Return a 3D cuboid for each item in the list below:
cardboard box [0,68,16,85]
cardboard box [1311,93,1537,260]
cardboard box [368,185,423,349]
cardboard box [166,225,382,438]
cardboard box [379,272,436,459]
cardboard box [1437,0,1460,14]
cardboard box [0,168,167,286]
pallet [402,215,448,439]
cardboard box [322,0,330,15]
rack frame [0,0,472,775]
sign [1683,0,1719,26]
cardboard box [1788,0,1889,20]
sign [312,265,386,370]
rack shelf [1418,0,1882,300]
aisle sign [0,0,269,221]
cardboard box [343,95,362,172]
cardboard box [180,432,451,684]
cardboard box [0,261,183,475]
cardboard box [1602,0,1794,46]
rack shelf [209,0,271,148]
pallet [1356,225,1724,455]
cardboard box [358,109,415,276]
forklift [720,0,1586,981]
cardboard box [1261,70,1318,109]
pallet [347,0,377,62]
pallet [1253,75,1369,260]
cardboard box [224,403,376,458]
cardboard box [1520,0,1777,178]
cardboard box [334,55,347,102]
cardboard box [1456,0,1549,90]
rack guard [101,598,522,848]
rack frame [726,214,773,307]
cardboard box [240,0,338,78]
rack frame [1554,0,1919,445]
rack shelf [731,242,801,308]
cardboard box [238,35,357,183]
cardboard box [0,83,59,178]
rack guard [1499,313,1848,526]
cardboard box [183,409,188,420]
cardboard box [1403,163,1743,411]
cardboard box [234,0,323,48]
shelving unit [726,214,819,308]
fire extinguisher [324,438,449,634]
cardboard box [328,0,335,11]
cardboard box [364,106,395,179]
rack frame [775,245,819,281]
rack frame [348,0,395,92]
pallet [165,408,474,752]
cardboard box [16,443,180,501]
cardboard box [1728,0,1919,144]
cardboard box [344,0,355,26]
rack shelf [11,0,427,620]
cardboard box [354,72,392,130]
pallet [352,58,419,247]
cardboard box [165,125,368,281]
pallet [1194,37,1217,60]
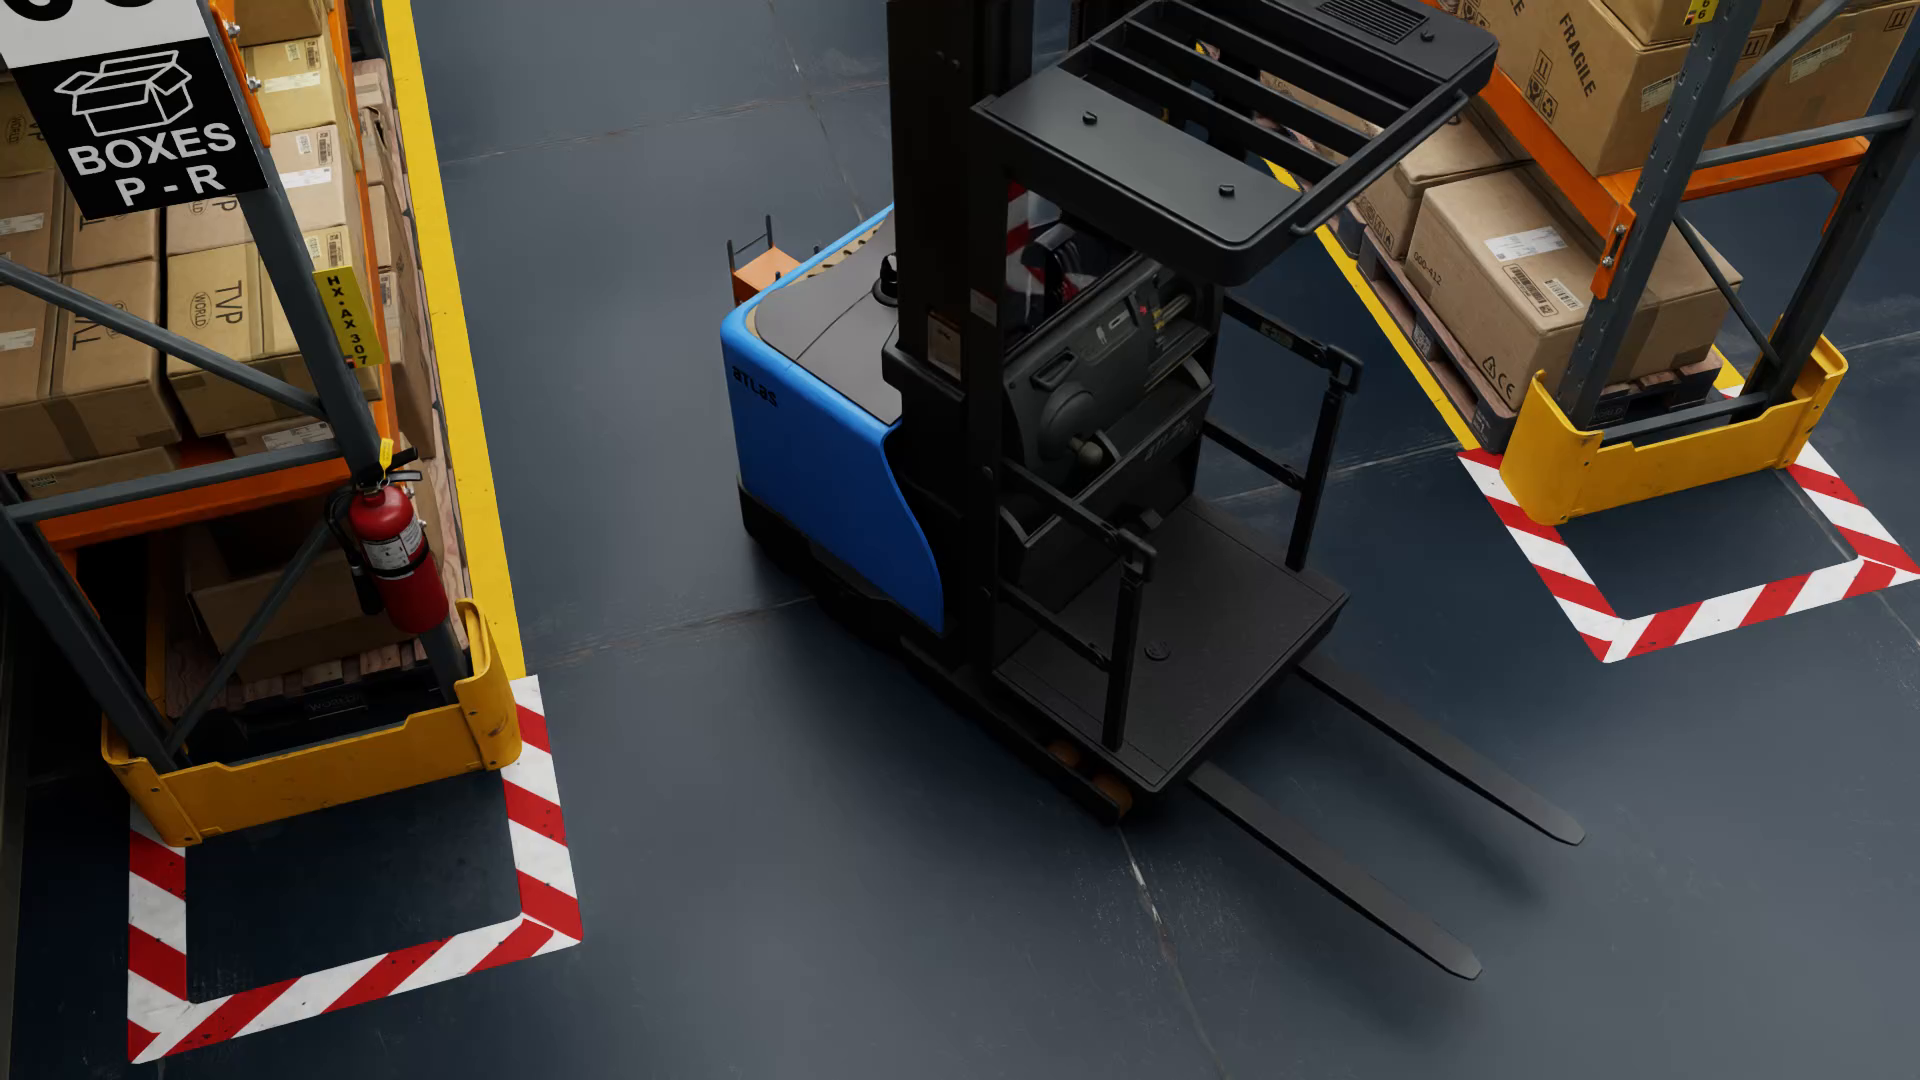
[{"bbox_3d":[-2.896,-1.600,5.541,0.500,0.250,0.500,-13,51,-11],"label":"cardboard box"},{"bbox_3d":[2.113,-1.716,7.136,0.875,0.438,0.875,-12,51,-10],"label":"cardboard box"},{"bbox_3d":[-2.425,-0.995,6.487,0.500,0.500,0.500,-12,51,-10],"label":"cardboard box"},{"bbox_3d":[-1.935,-0.595,4.693,0.500,0.250,0.500,-13,51,-11],"label":"cardboard box"},{"bbox_3d":[-2.365,-0.586,6.143,0.700,0.500,0.500,-11,51,-9],"label":"cardboard box"},{"bbox_3d":[1.991,-2.349,6.203,0.500,0.500,0.500,-12,51,-10],"label":"cardboard box"},{"bbox_3d":[-2.599,-0.856,4.913,0.500,0.250,0.500,-13,51,-11],"label":"cardboard box"},{"bbox_3d":[-2.675,-0.784,6.773,1.003,0.211,1.213,-13,51,-11],"label":"pallet"},{"bbox_3d":[-2.561,-2.078,5.943,0.500,0.250,0.500,-14,51,-11],"label":"cardboard box"},{"bbox_3d":[-2.059,-0.155,4.419,1.000,3.000,0.127,-13,51,-11],"label":"rack frame"},{"bbox_3d":[2.160,-1.617,4.739,0.100,0.325,0.005,-13,51,-11],"label":"sign"},{"bbox_3d":[2.812,-2.050,5.297,0.500,0.500,0.500,-14,51,-12],"label":"cardboard box"},{"bbox_3d":[-1.540,-0.557,4.192,0.100,0.325,0.005,-13,51,-11],"label":"sign"},{"bbox_3d":[2.091,-2.509,6.874,1.077,0.370,4.000,-13,51,-11],"label":"rack shelf"},{"bbox_3d":[-1.758,-1.010,3.439,0.394,0.787,0.004,-13,51,-11],"label":"aisle sign"},{"bbox_3d":[-2.227,-1.329,5.573,0.380,0.149,0.250,-15,51,-12],"label":"cardboard box"},{"bbox_3d":[-2.149,0.046,5.608,0.797,0.503,0.637,-15,52,-12],"label":"cardboard box"},{"bbox_3d":[-2.448,-0.479,4.595,0.500,0.250,0.500,-12,51,-10],"label":"cardboard box"},{"bbox_3d":[2.312,-1.933,5.198,0.500,0.500,0.500,-12,51,-10],"label":"cardboard box"},{"bbox_3d":[-2.650,-2.351,4.779,1.077,0.370,4.000,-13,51,-11],"label":"rack shelf"},{"bbox_3d":[2.371,-0.948,6.911,1.003,0.211,1.213,-13,51,-11],"label":"pallet"},{"bbox_3d":[-2.672,-1.345,6.782,0.700,0.500,0.500,-15,52,-12],"label":"cardboard box"},{"bbox_3d":[0.616,-0.481,4.738,3.031,2.935,1.130,35,58,26],"label":"forklift"},{"bbox_3d":[1.848,-2.375,7.691,0.875,0.438,0.875,-15,51,-12],"label":"cardboard box"},{"bbox_3d":[-3.518,-2.764,8.442,1.003,0.211,1.213,-13,51,-11],"label":"pallet"},{"bbox_3d":[2.014,-1.837,7.661,1.003,0.211,1.213,-13,51,-11],"label":"pallet"},{"bbox_3d":[-1.894,-0.377,4.770,0.380,0.149,0.250,-14,51,-11],"label":"cardboard box"},{"bbox_3d":[2.287,-1.605,5.576,0.500,0.500,0.500,-13,51,-11],"label":"cardboard box"},{"bbox_3d":[-2.325,-1.516,5.731,0.380,0.149,0.250,-12,51,-10],"label":"cardboard box"},{"bbox_3d":[2.152,-1.975,5.888,0.500,0.500,0.500,-14,51,-12],"label":"cardboard box"},{"bbox_3d":[-2.081,0.595,5.422,1.175,0.500,0.348,-13,51,-11],"label":"rack guard"},{"bbox_3d":[-0.737,-0.749,6.195,0.008,1.050,0.200,35,58,26],"label":"rack frame"},{"bbox_3d":[-2.409,-1.702,5.626,0.500,0.250,0.500,-15,51,-12],"label":"cardboard box"},{"bbox_3d":[2.682,-1.280,5.368,1.000,3.000,0.127,-13,51,-11],"label":"rack frame"},{"bbox_3d":[-0.647,-0.862,5.933,0.240,0.259,0.215,35,58,26],"label":"rack shelf"},{"bbox_3d":[-2.238,-1.333,5.315,0.500,0.250,0.500,-14,51,-12],"label":"cardboard box"},{"bbox_3d":[-2.741,-1.218,5.219,0.500,0.250,0.500,-12,51,-10],"label":"cardboard box"},{"bbox_3d":[2.689,-0.457,6.308,1.175,0.500,0.348,-13,51,-11],"label":"rack guard"},{"bbox_3d":[-2.429,-0.455,4.836,0.380,0.149,0.250,-12,51,-10],"label":"cardboard box"},{"bbox_3d":[2.391,-1.049,6.574,0.875,0.438,0.875,-15,51,-12],"label":"cardboard box"},{"bbox_3d":[-2.379,-1.932,5.330,0.500,0.500,0.500,-12,51,-10],"label":"cardboard box"},{"bbox_3d":[-0.647,-0.686,6.141,0.252,1.050,0.215,35,58,26],"label":"shelving unit"},{"bbox_3d":[-1.574,-0.007,4.589,0.296,0.674,0.183,-13,51,-11],"label":"fire extinguisher"},{"bbox_3d":[-2.554,-2.073,6.200,0.380,0.149,0.250,-14,51,-12],"label":"cardboard box"},{"bbox_3d":[-2.691,-1.730,7.260,0.396,0.266,0.258,-12,51,-10],"label":"cardboard box"},{"bbox_3d":[-0.558,-0.623,6.088,0.008,1.050,0.200,35,58,26],"label":"rack frame"},{"bbox_3d":[-3.241,-3.077,6.882,1.000,3.000,0.127,-13,51,-11],"label":"rack frame"},{"bbox_3d":[-2.318,0.106,6.023,1.003,0.211,1.213,-13,51,-11],"label":"pallet"},{"bbox_3d":[-2.413,-0.256,4.668,0.380,0.149,0.250,-14,51,-11],"label":"cardboard box"},{"bbox_3d":[2.814,-1.728,5.680,0.500,0.500,0.500,-14,51,-11],"label":"cardboard box"},{"bbox_3d":[-3.170,-2.811,8.018,0.500,0.500,0.500,-11,51,-9],"label":"cardboard box"},{"bbox_3d":[-2.650,-1.384,5.926,1.077,0.370,4.000,-13,51,-11],"label":"rack shelf"},{"bbox_3d":[-2.796,-1.953,7.524,0.380,0.149,0.250,-15,51,-12],"label":"cardboard box"},{"bbox_3d":[-3.039,-1.676,7.525,1.003,0.211,1.213,-13,51,-11],"label":"pallet"},{"bbox_3d":[-2.085,-0.963,5.004,0.500,0.250,0.500,-13,51,-11],"label":"cardboard box"},{"bbox_3d":[1.649,-2.730,8.413,1.003,0.211,1.213,-13,51,-11],"label":"pallet"}]
